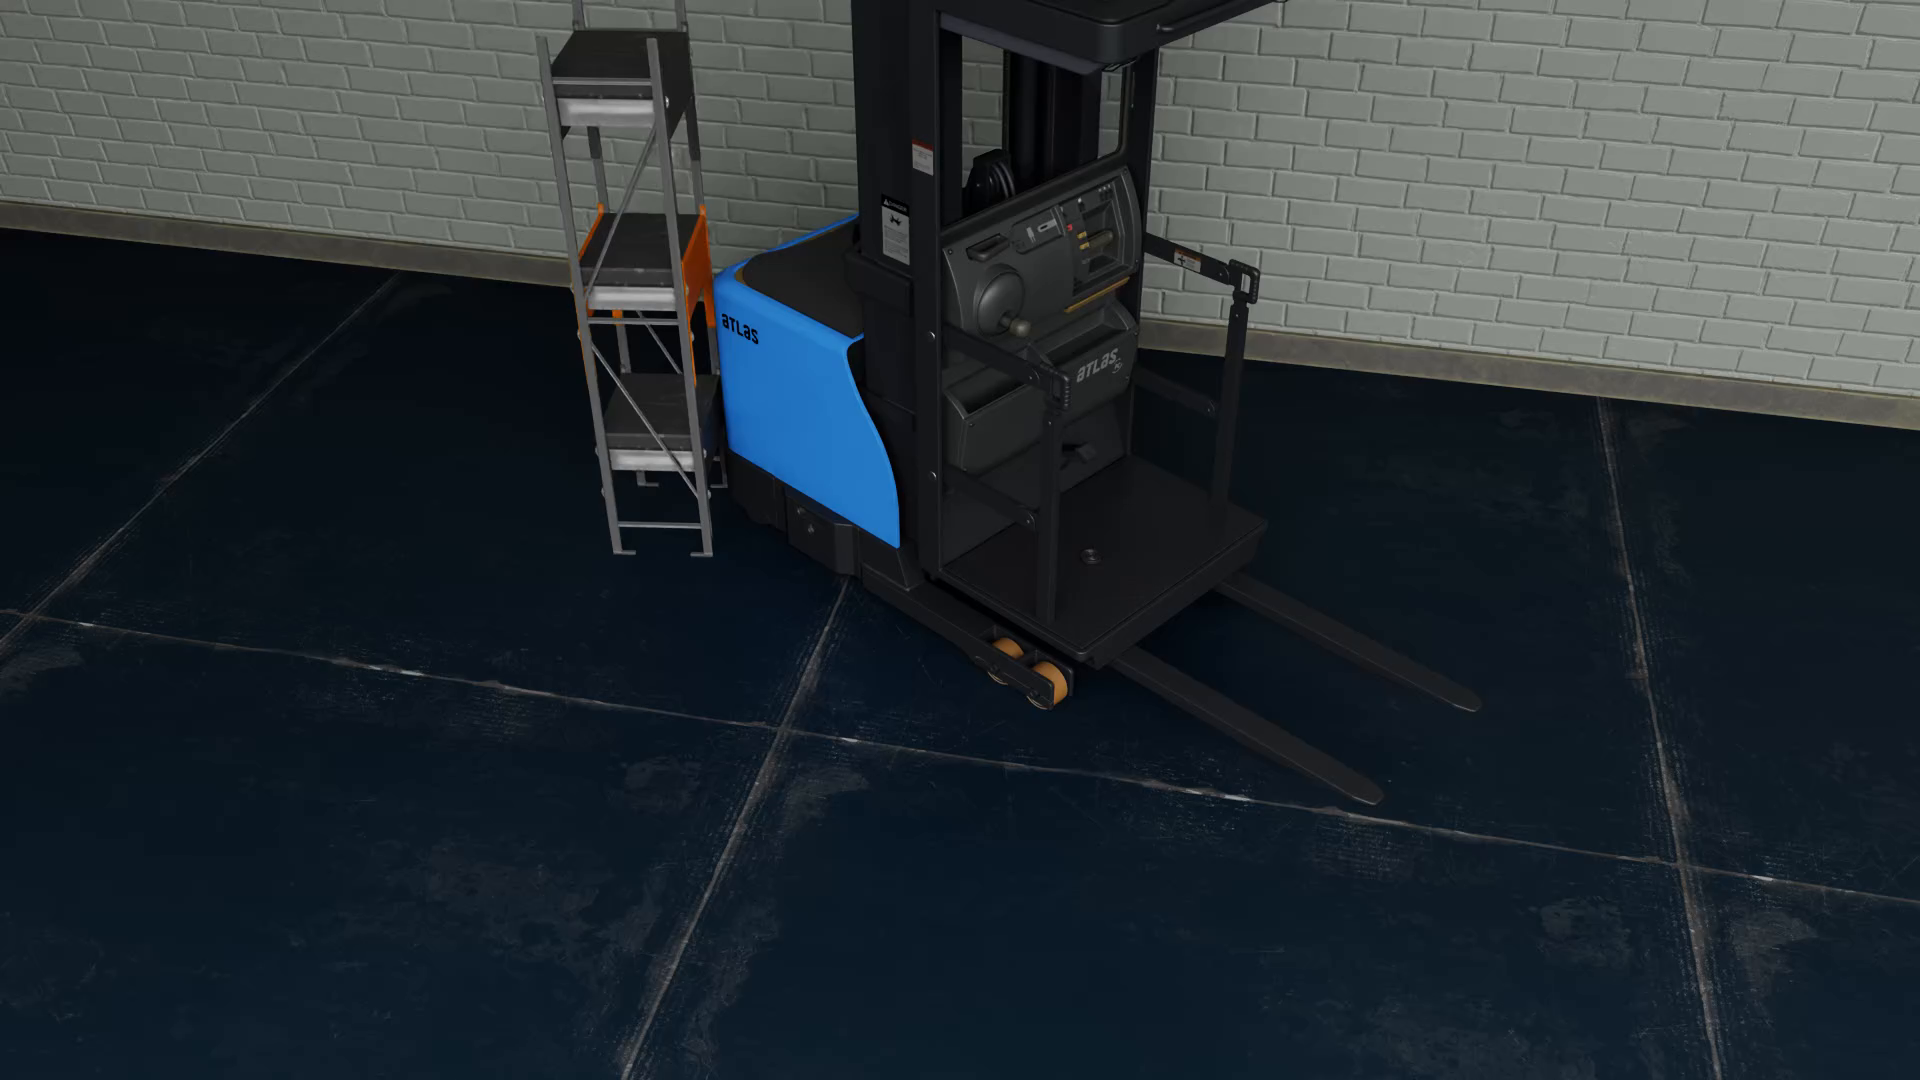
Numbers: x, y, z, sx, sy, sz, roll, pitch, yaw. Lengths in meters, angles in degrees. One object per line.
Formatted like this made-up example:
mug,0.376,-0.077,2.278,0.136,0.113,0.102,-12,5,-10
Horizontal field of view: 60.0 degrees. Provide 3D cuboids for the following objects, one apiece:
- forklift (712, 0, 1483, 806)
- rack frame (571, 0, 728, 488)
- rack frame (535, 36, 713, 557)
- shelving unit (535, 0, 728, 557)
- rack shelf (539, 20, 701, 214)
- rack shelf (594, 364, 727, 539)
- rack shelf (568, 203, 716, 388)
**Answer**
forklift,0.447,-0.933,5.539,3.031,2.935,1.130,30,45,34
rack frame,-1.169,-1.078,6.448,0.400,2.100,0.015,1,36,2
rack frame,-1.189,-0.792,6.053,0.400,2.100,0.015,1,36,2
shelving unit,-1.179,-0.935,6.251,0.431,2.100,0.503,1,36,2
rack shelf,-1.179,-1.491,5.848,0.431,0.518,0.480,1,36,2
rack shelf,-1.179,-0.357,6.670,0.431,0.518,0.480,1,36,2
rack shelf,-1.179,-0.924,6.259,0.431,0.518,0.480,1,36,2
